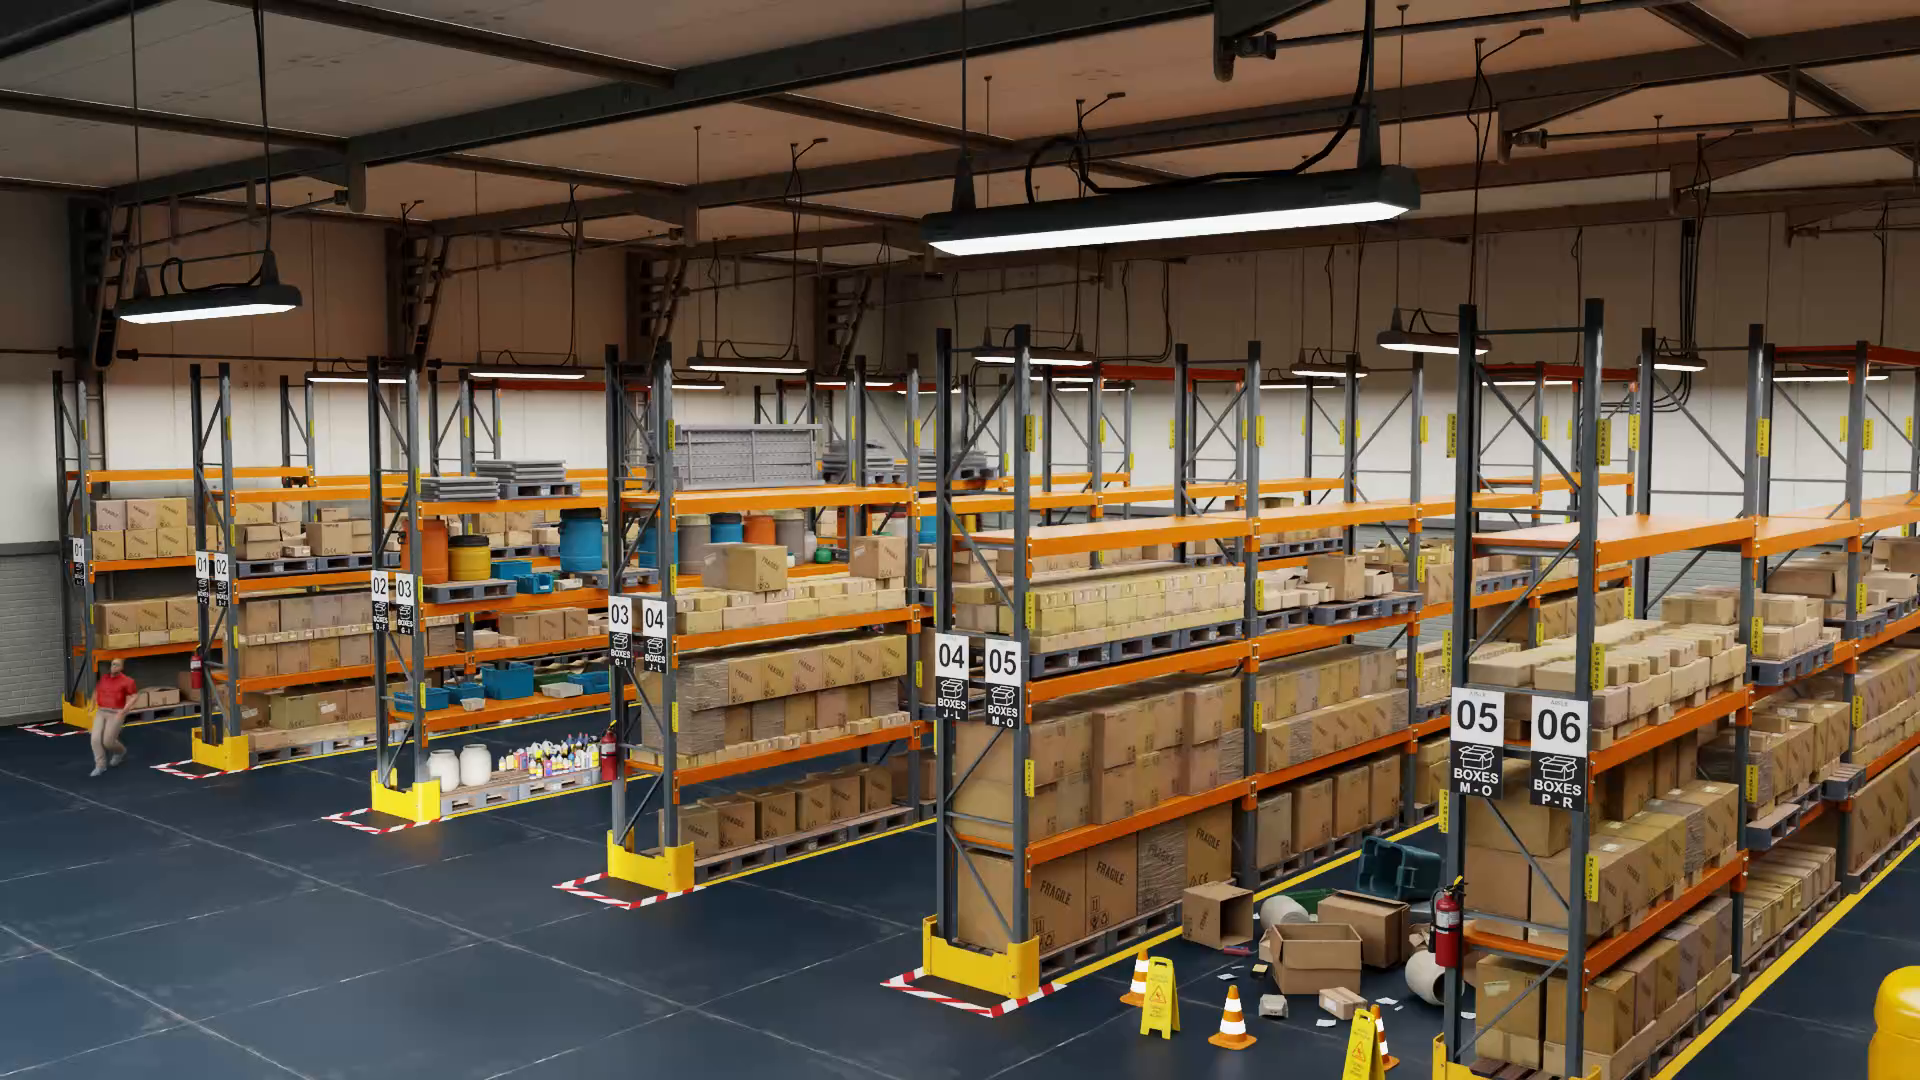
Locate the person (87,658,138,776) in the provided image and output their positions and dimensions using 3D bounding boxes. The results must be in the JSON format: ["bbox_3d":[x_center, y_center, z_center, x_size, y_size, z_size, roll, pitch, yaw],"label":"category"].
[{"bbox_3d":[-12.452,2.610,24.400,0.699,1.633,0.648,0,4,6],"label":"person"}]
